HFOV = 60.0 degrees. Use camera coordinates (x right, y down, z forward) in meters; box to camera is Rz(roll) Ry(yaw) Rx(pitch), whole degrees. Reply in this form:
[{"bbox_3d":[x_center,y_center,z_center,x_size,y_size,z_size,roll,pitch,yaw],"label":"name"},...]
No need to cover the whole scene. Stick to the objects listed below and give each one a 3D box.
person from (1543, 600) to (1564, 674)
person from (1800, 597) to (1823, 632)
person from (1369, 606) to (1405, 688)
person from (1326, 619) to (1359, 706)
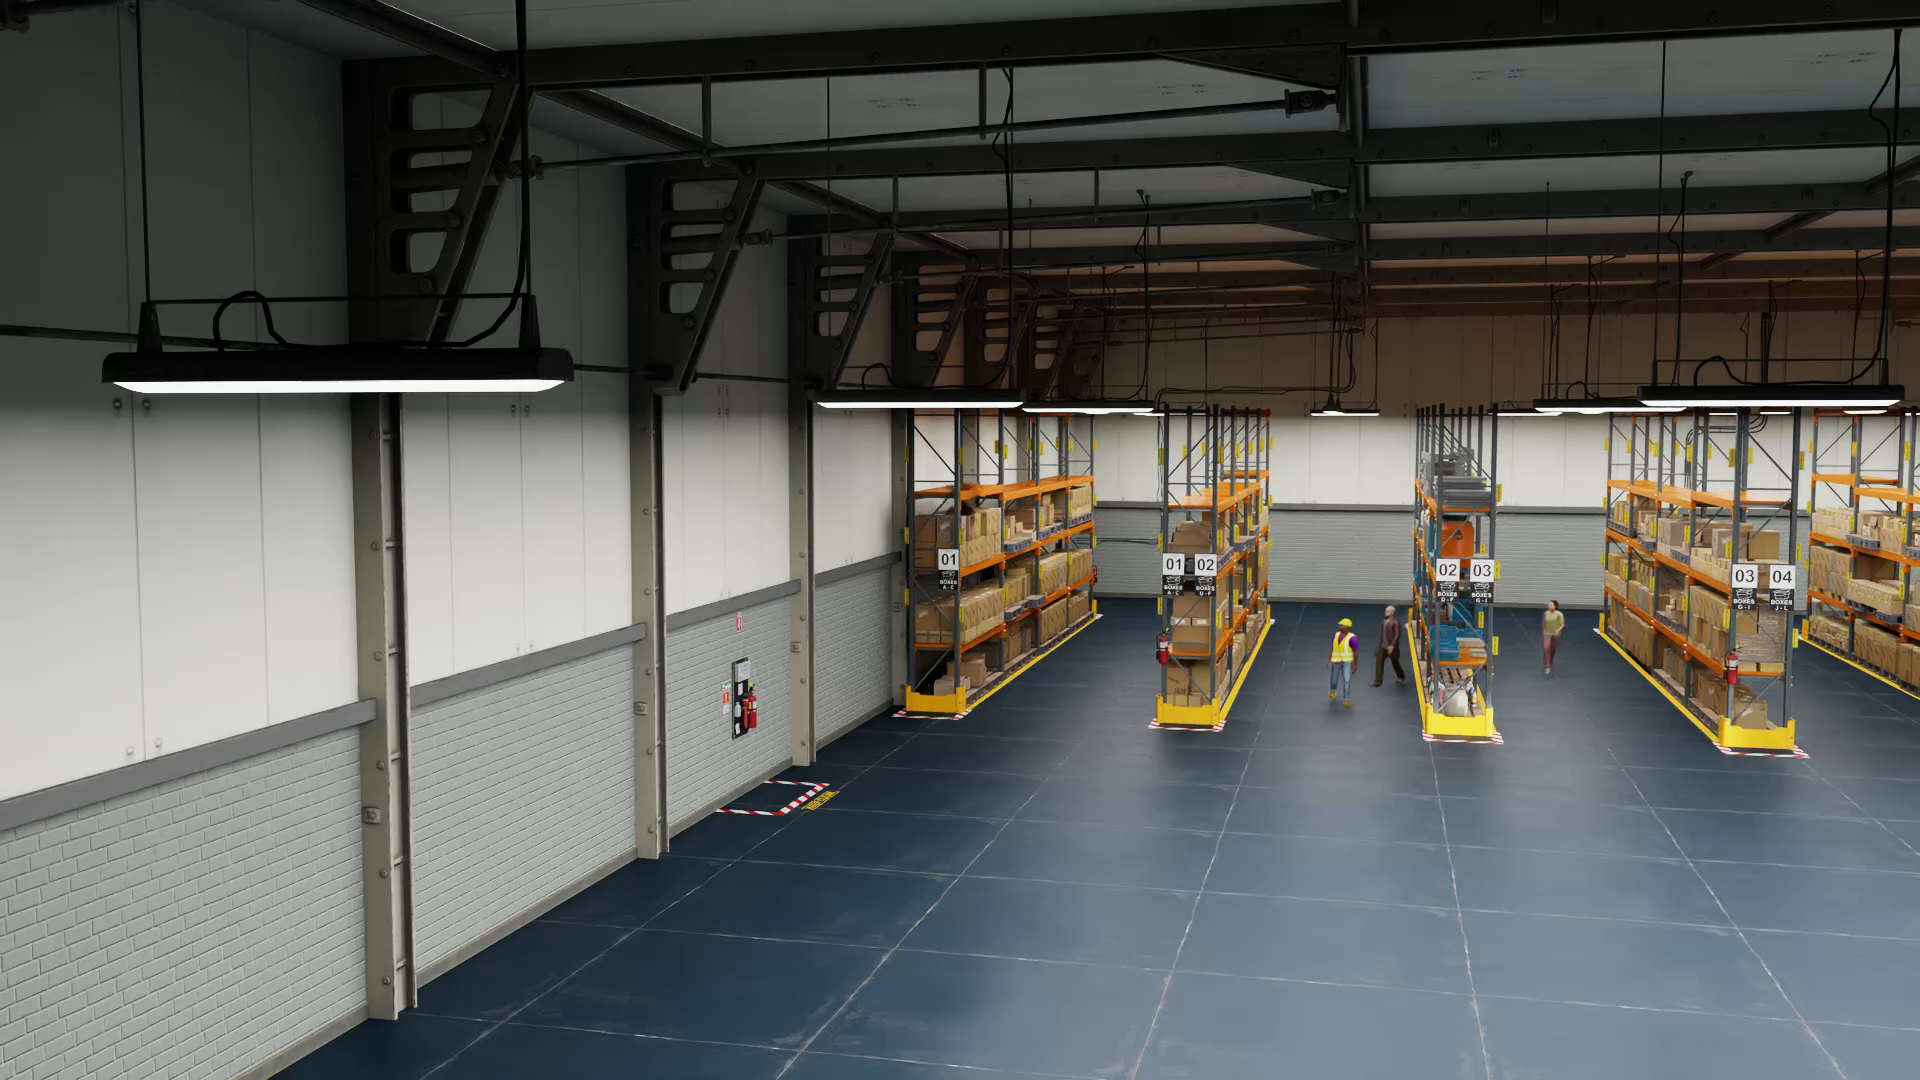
[{"bbox_3d":[13.456,2.174,37.706,0.431,1.651,0.973,1,4,14],"label":"person"},{"bbox_3d":[22.811,1.626,44.220,0.772,1.734,0.609,0,4,1],"label":"person"},{"bbox_3d":[9.163,2.275,35.532,0.597,1.730,1.140,4,5,41],"label":"person"},{"bbox_3d":[7.658,2.427,33.315,0.618,1.722,0.856,1,4,10],"label":"person"}]
